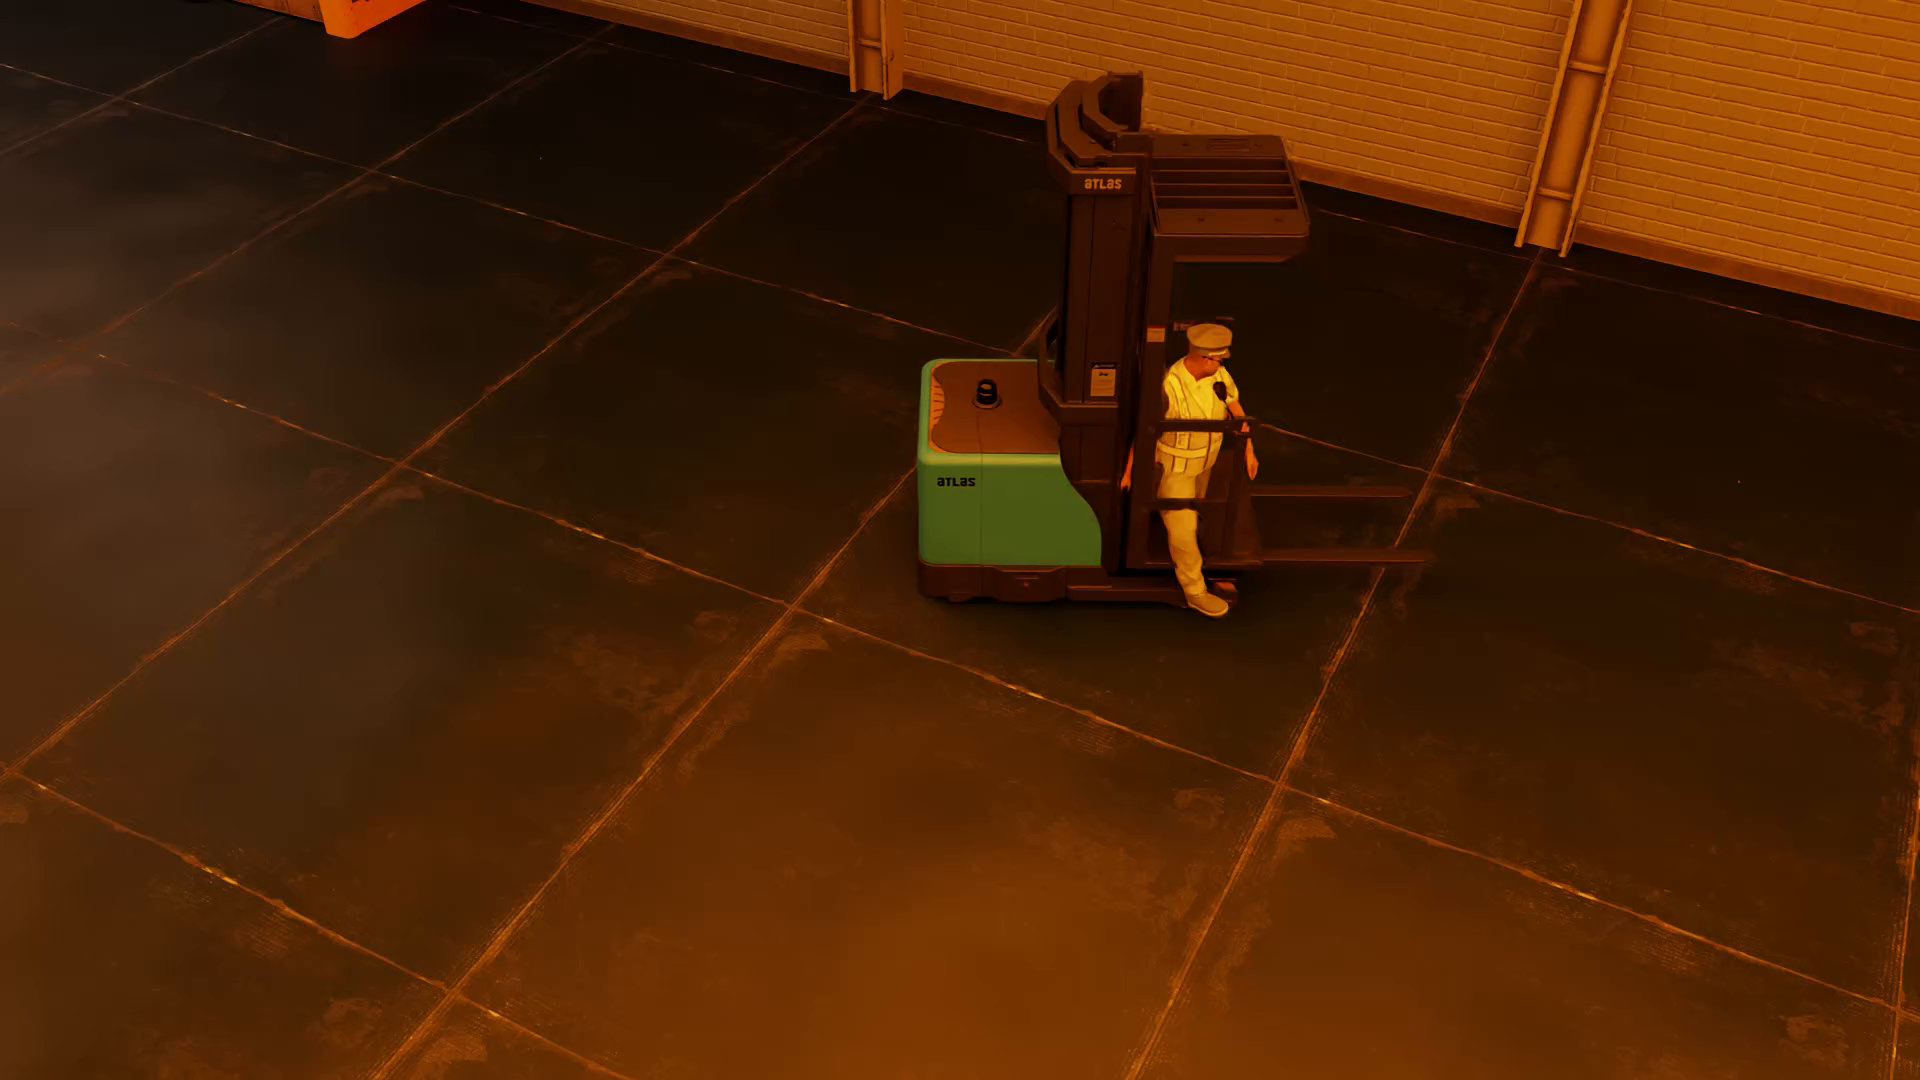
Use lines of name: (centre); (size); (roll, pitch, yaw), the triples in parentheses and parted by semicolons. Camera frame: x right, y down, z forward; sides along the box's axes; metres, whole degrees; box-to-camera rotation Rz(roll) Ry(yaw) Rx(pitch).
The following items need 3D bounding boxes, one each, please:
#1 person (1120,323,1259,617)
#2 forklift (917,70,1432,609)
person: (1.311, -0.400, 9.329); (0.709, 1.691, 0.926); (-28, 48, -29)
forklift: (1.270, -1.061, 9.246); (3.031, 2.935, 1.130); (0, 40, 0)
